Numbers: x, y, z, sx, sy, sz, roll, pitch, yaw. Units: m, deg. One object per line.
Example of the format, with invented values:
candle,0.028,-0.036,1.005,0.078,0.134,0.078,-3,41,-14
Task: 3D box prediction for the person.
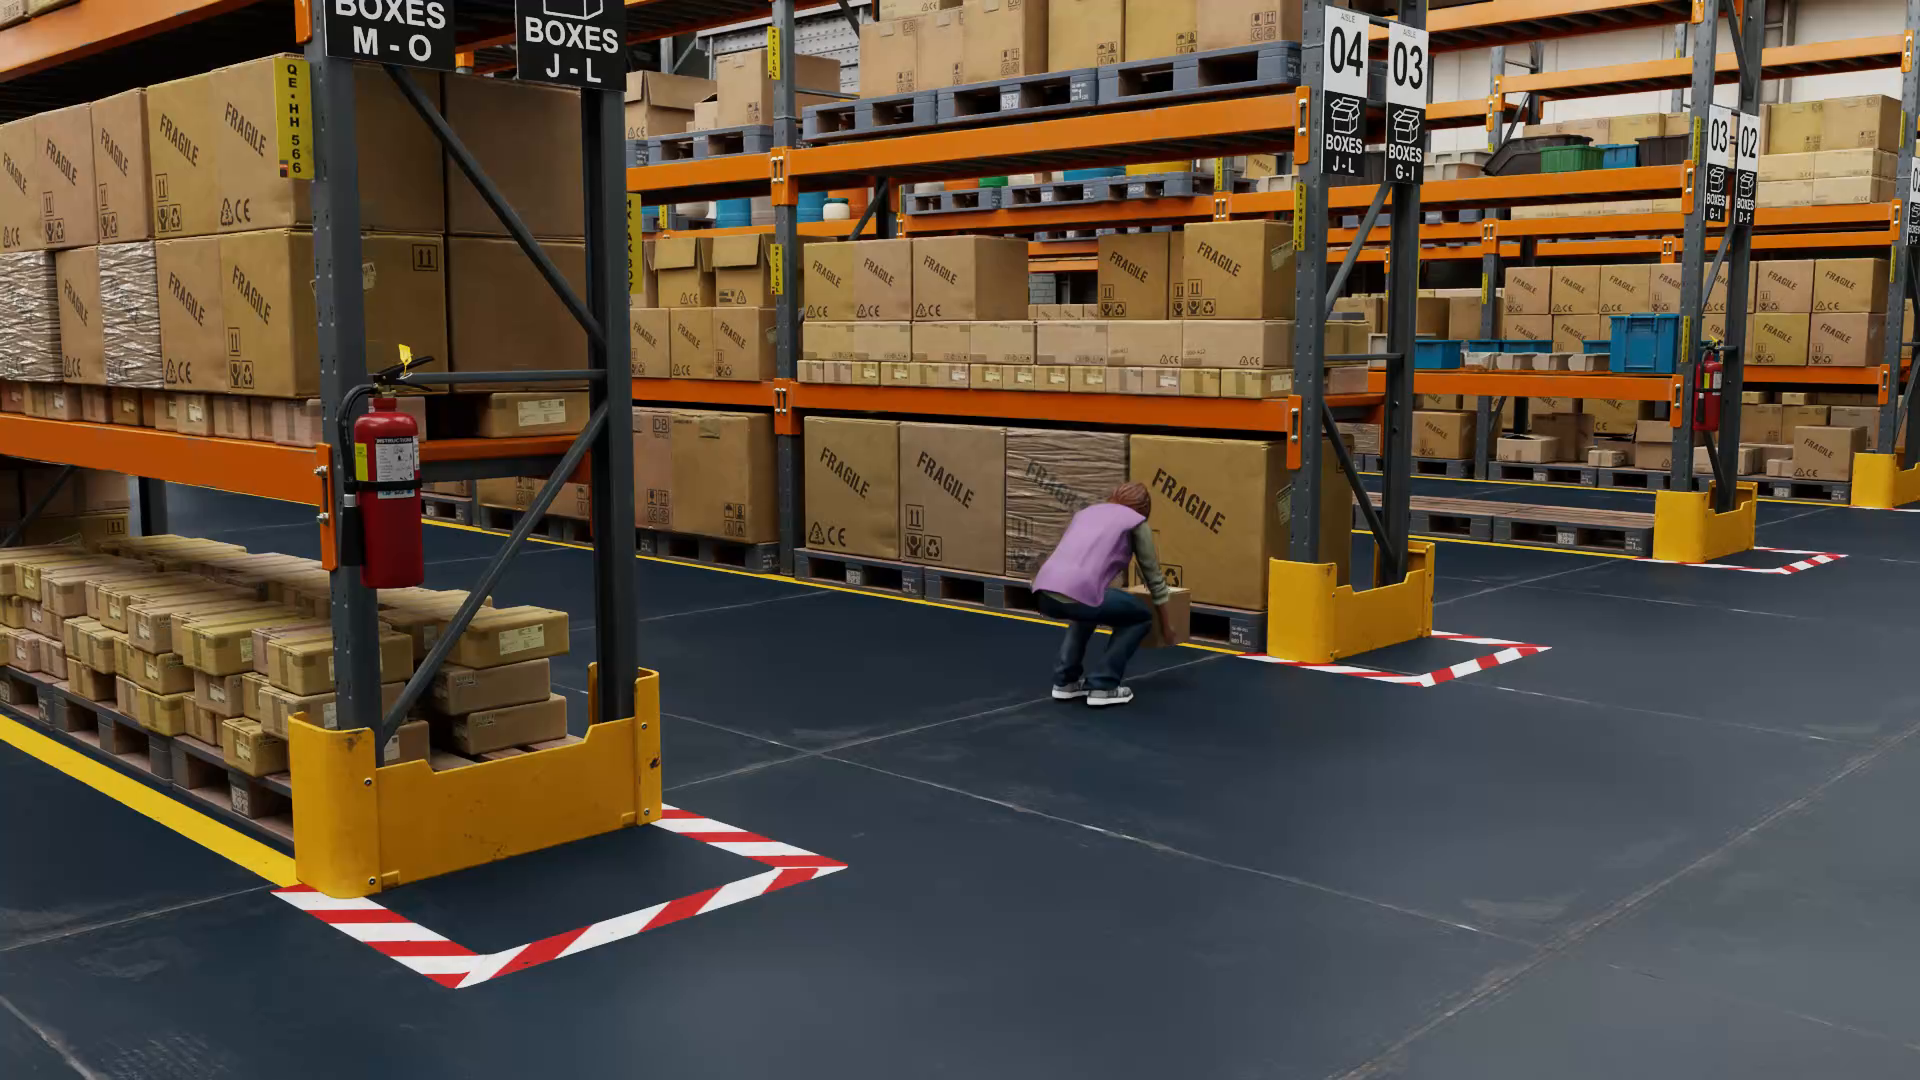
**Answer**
person,0.628,0.236,7.489,0.453,0.961,0.782,7,10,43
